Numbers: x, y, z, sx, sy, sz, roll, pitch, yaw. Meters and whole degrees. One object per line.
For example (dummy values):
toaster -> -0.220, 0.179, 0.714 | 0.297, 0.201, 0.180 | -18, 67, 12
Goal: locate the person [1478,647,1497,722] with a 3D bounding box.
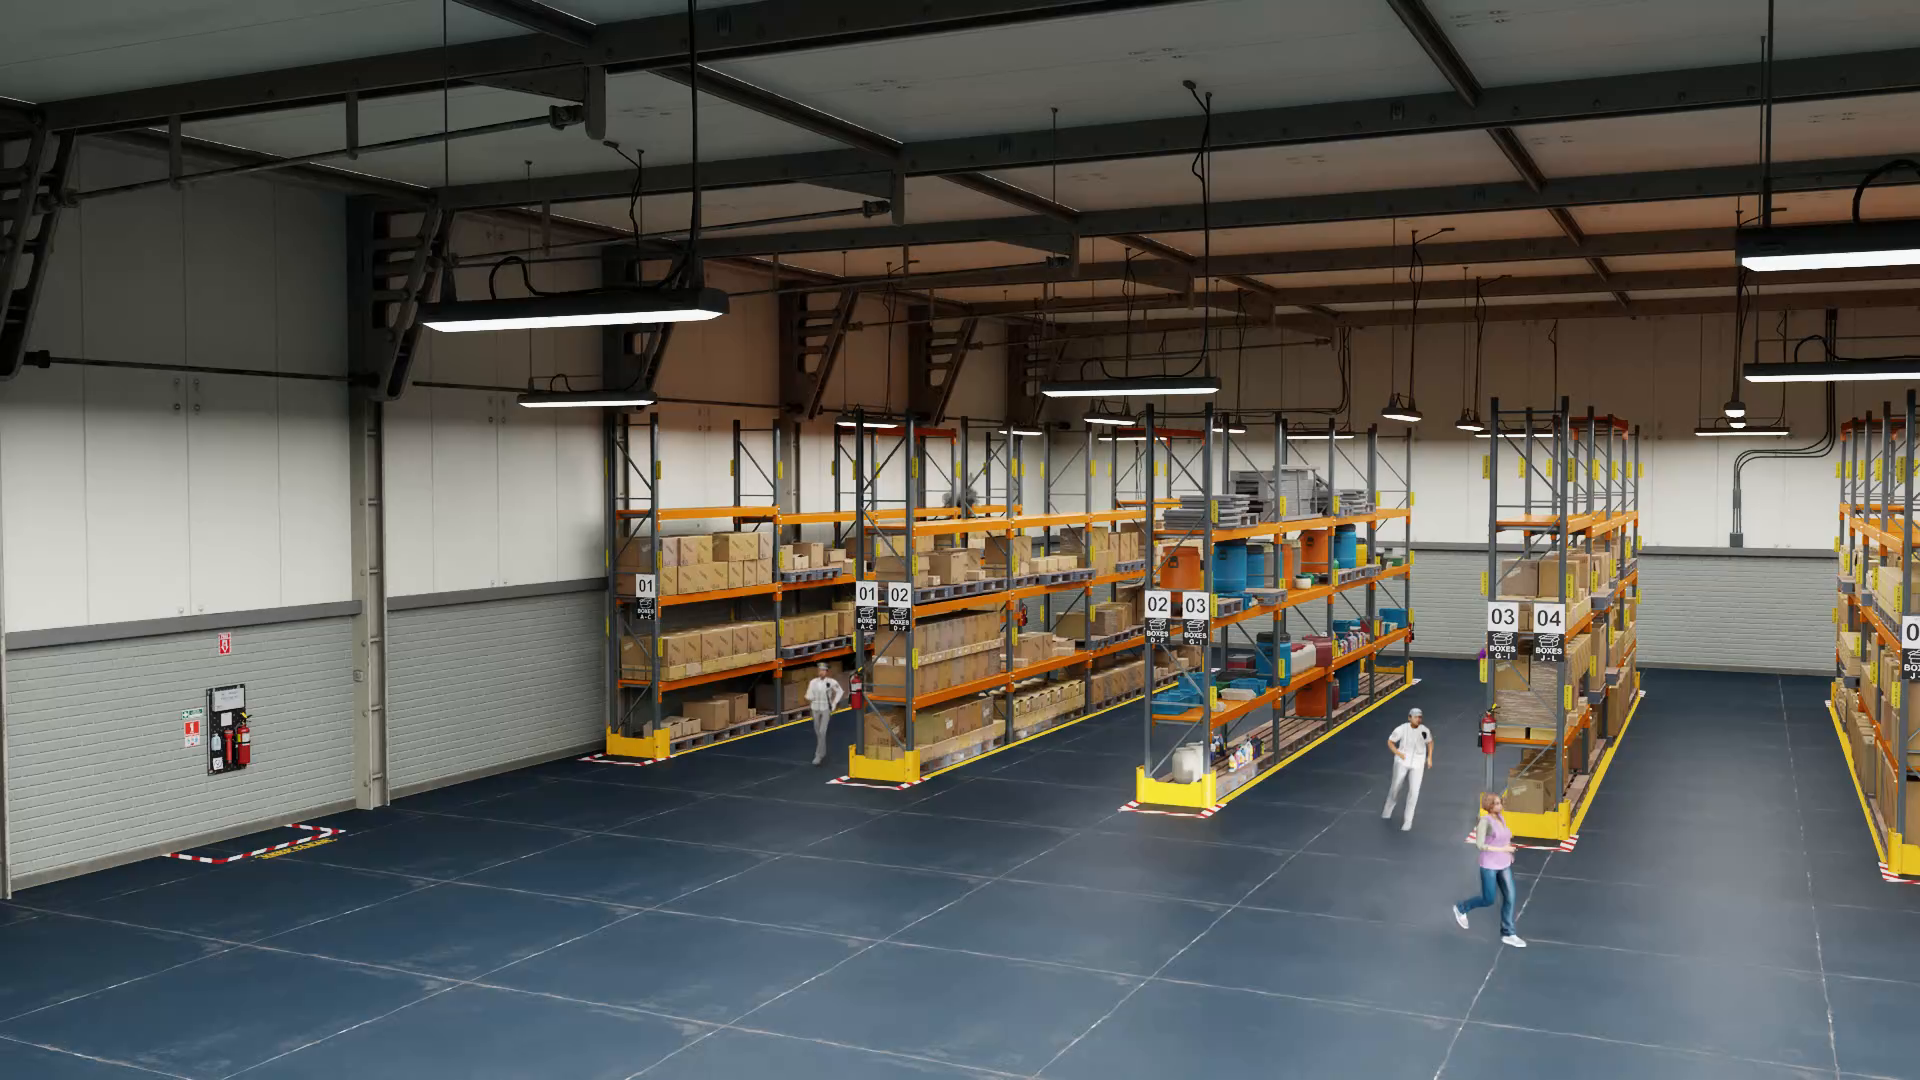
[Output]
person -> 10.635, 2.738, 33.079 | 0.676, 1.783, 0.661 | 1, 3, 25

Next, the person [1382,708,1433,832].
person -> 6.325, 3.202, 23.395 | 0.696, 1.688, 0.843 | 0, 2, 8

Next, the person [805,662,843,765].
person -> -2.357, 2.929, 28.442 | 0.621, 1.692, 0.864 | 1, 2, 15

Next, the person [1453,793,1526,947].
person -> 5.640, 3.464, 17.642 | 0.552, 1.575, 0.819 | -2, 3, -37
